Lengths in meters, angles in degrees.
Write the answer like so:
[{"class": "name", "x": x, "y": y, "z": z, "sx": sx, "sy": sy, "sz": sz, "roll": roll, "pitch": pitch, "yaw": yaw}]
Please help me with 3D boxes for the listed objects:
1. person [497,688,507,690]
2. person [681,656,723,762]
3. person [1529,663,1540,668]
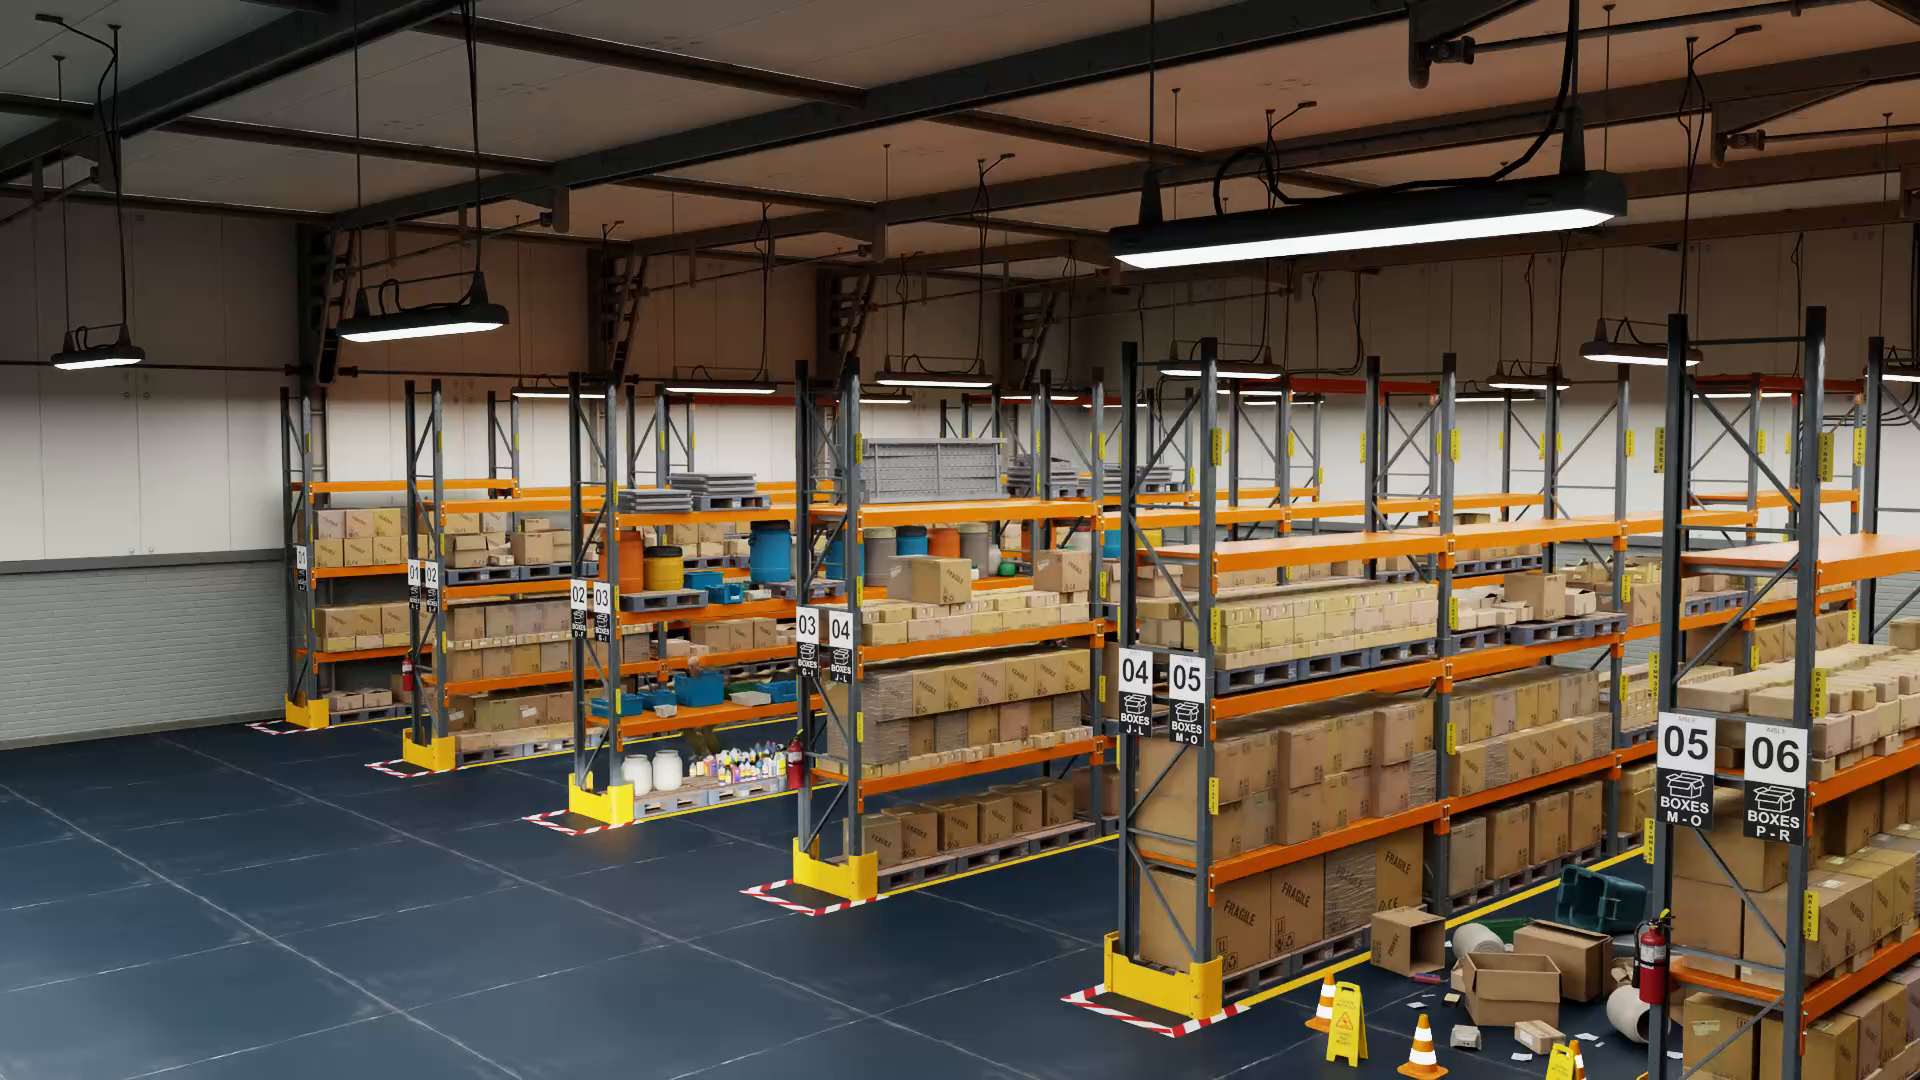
[{"class": "person", "x": -7.891, "y": 2.431, "z": 28.541, "sx": 0.624, "sy": 1.726, "sz": 0.998, "roll": 2, "pitch": 4, "yaw": 28}, {"class": "person", "x": -4.008, "y": 2.648, "z": 25.914, "sx": 0.775, "sy": 1.719, "sz": 0.701, "roll": -2, "pitch": 4, "yaw": -33}, {"class": "person", "x": 9.692, "y": 2.717, "z": 27.330, "sx": 0.859, "sy": 1.423, "sz": 0.550, "roll": -2, "pitch": 4, "yaw": -28}]
